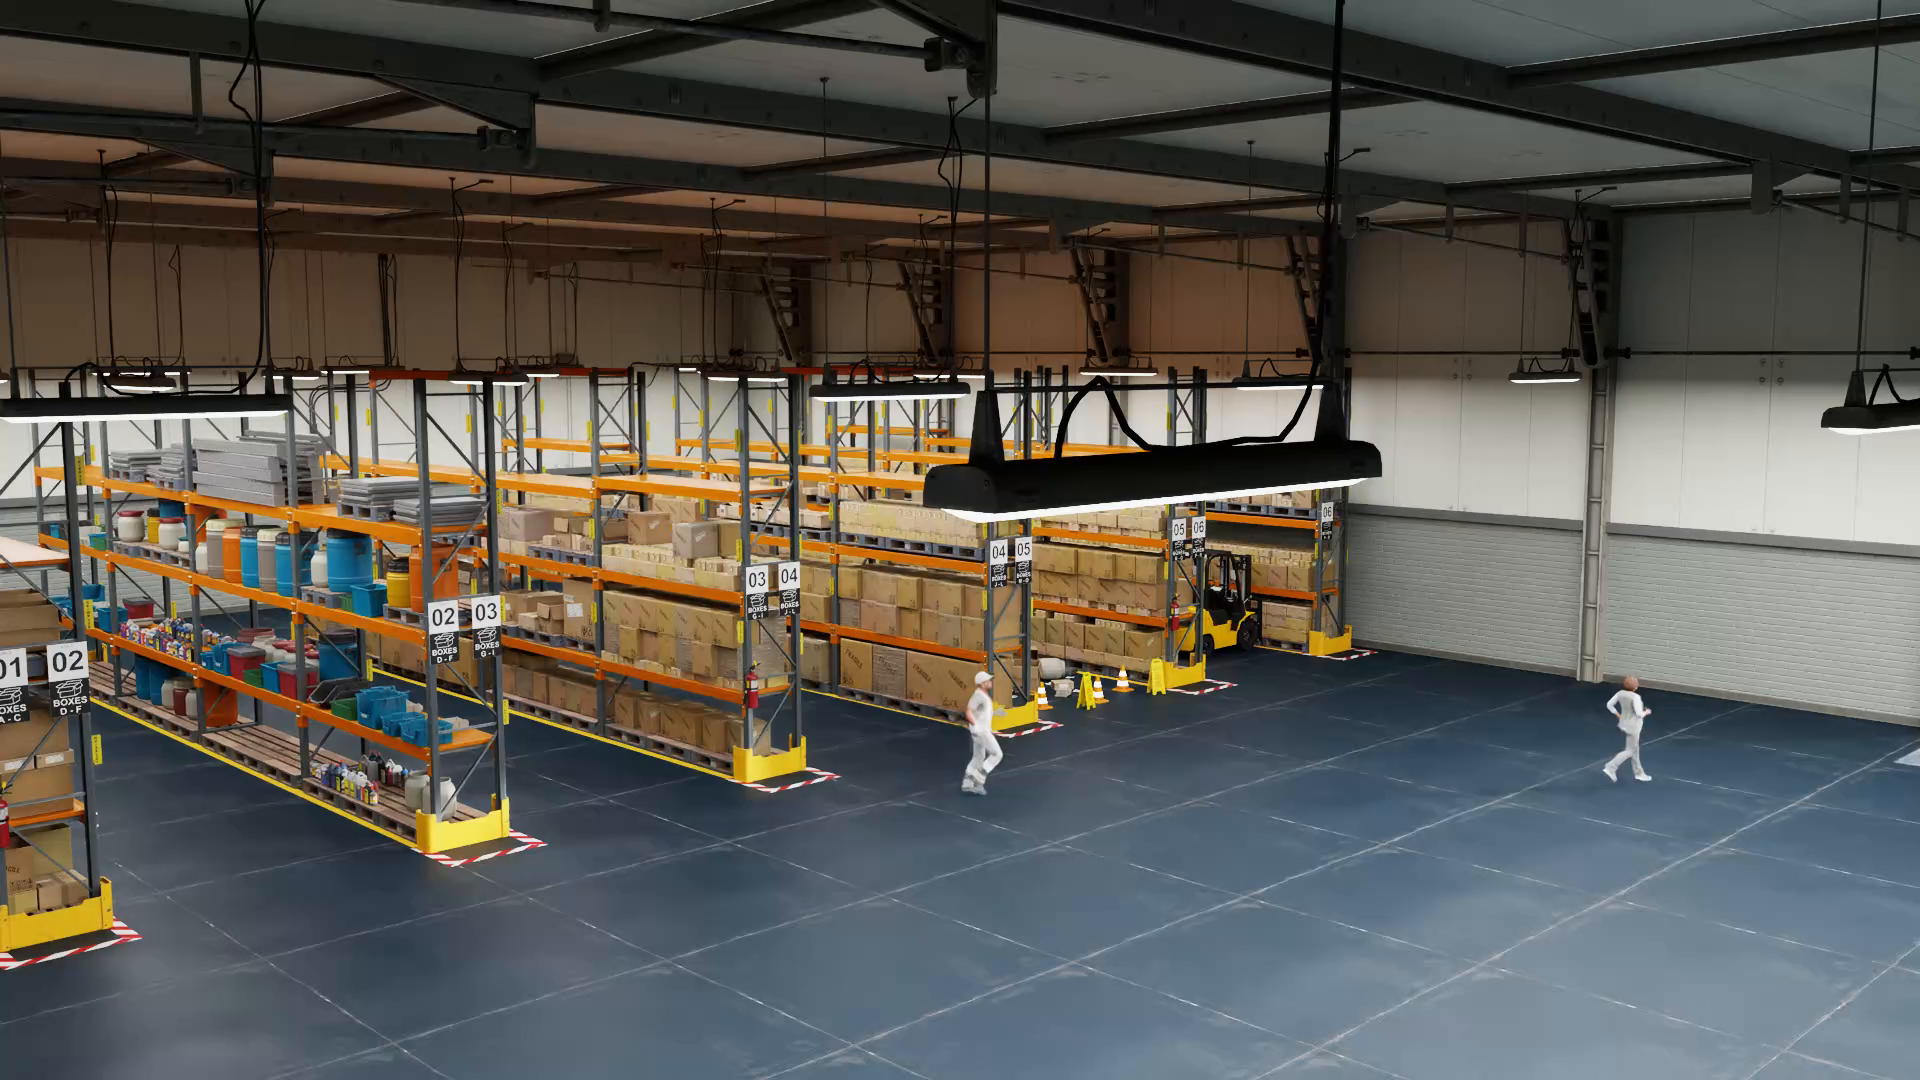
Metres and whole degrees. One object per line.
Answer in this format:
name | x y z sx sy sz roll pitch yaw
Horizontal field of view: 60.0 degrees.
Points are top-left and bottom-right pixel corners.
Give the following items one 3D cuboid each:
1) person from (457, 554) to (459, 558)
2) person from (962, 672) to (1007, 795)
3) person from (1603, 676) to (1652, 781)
person | -11.769 1.149 38.445 0.769 1.734 0.600 1 7 9
person | 0.358 2.762 23.866 0.667 1.770 0.624 0 6 -3
person | 9.787 2.767 24.313 0.873 1.580 0.545 -2 7 -15
